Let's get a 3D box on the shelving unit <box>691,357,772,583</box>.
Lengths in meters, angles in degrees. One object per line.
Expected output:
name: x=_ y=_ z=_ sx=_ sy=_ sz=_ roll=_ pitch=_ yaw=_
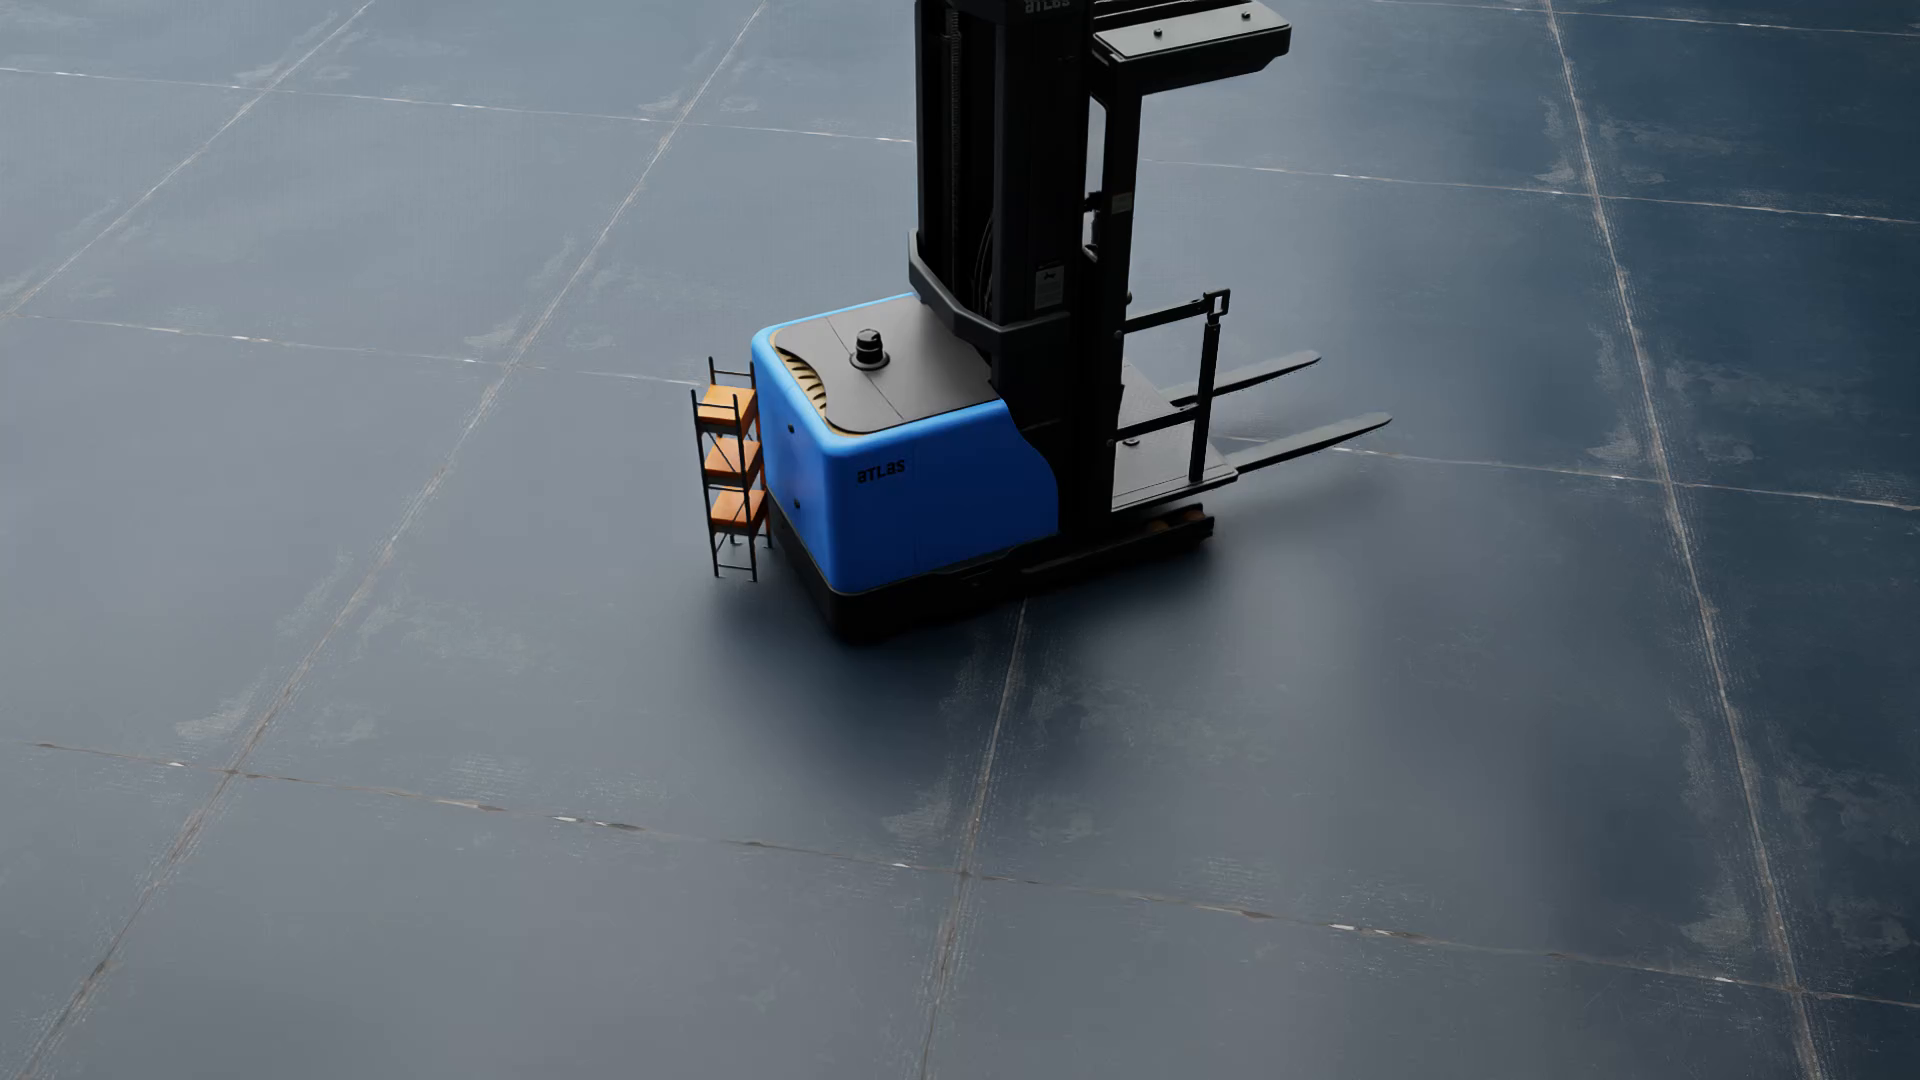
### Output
shelving unit: x=-1.004 y=-0.296 z=7.379 sx=0.215 sy=1.050 sz=0.252 roll=7 pitch=41 yaw=9

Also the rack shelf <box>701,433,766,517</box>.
rack shelf: x=-1.004 y=-0.288 z=7.386 sx=0.215 sy=0.259 sz=0.240 roll=7 pitch=41 yaw=9

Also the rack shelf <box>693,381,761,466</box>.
rack shelf: x=-1.005 y=-0.505 z=7.202 sx=0.215 sy=0.259 sz=0.240 roll=7 pitch=41 yaw=9

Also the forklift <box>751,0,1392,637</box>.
forklift: x=0.629 y=-1.342 z=7.170 sx=3.031 sy=2.935 sz=1.130 roll=-17 pitch=42 yaw=-19

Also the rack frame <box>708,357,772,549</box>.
rack frame: x=-0.981 y=-0.374 z=7.470 sx=0.200 sy=1.050 sz=0.008 roll=7 pitch=41 yaw=9

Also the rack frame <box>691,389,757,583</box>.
rack frame: x=-1.028 y=-0.219 z=7.288 sx=0.200 sy=1.050 sz=0.008 roll=7 pitch=41 yaw=9

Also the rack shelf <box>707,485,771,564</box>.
rack shelf: x=-1.004 y=-0.076 z=7.566 sx=0.215 sy=0.259 sz=0.240 roll=7 pitch=41 yaw=9
